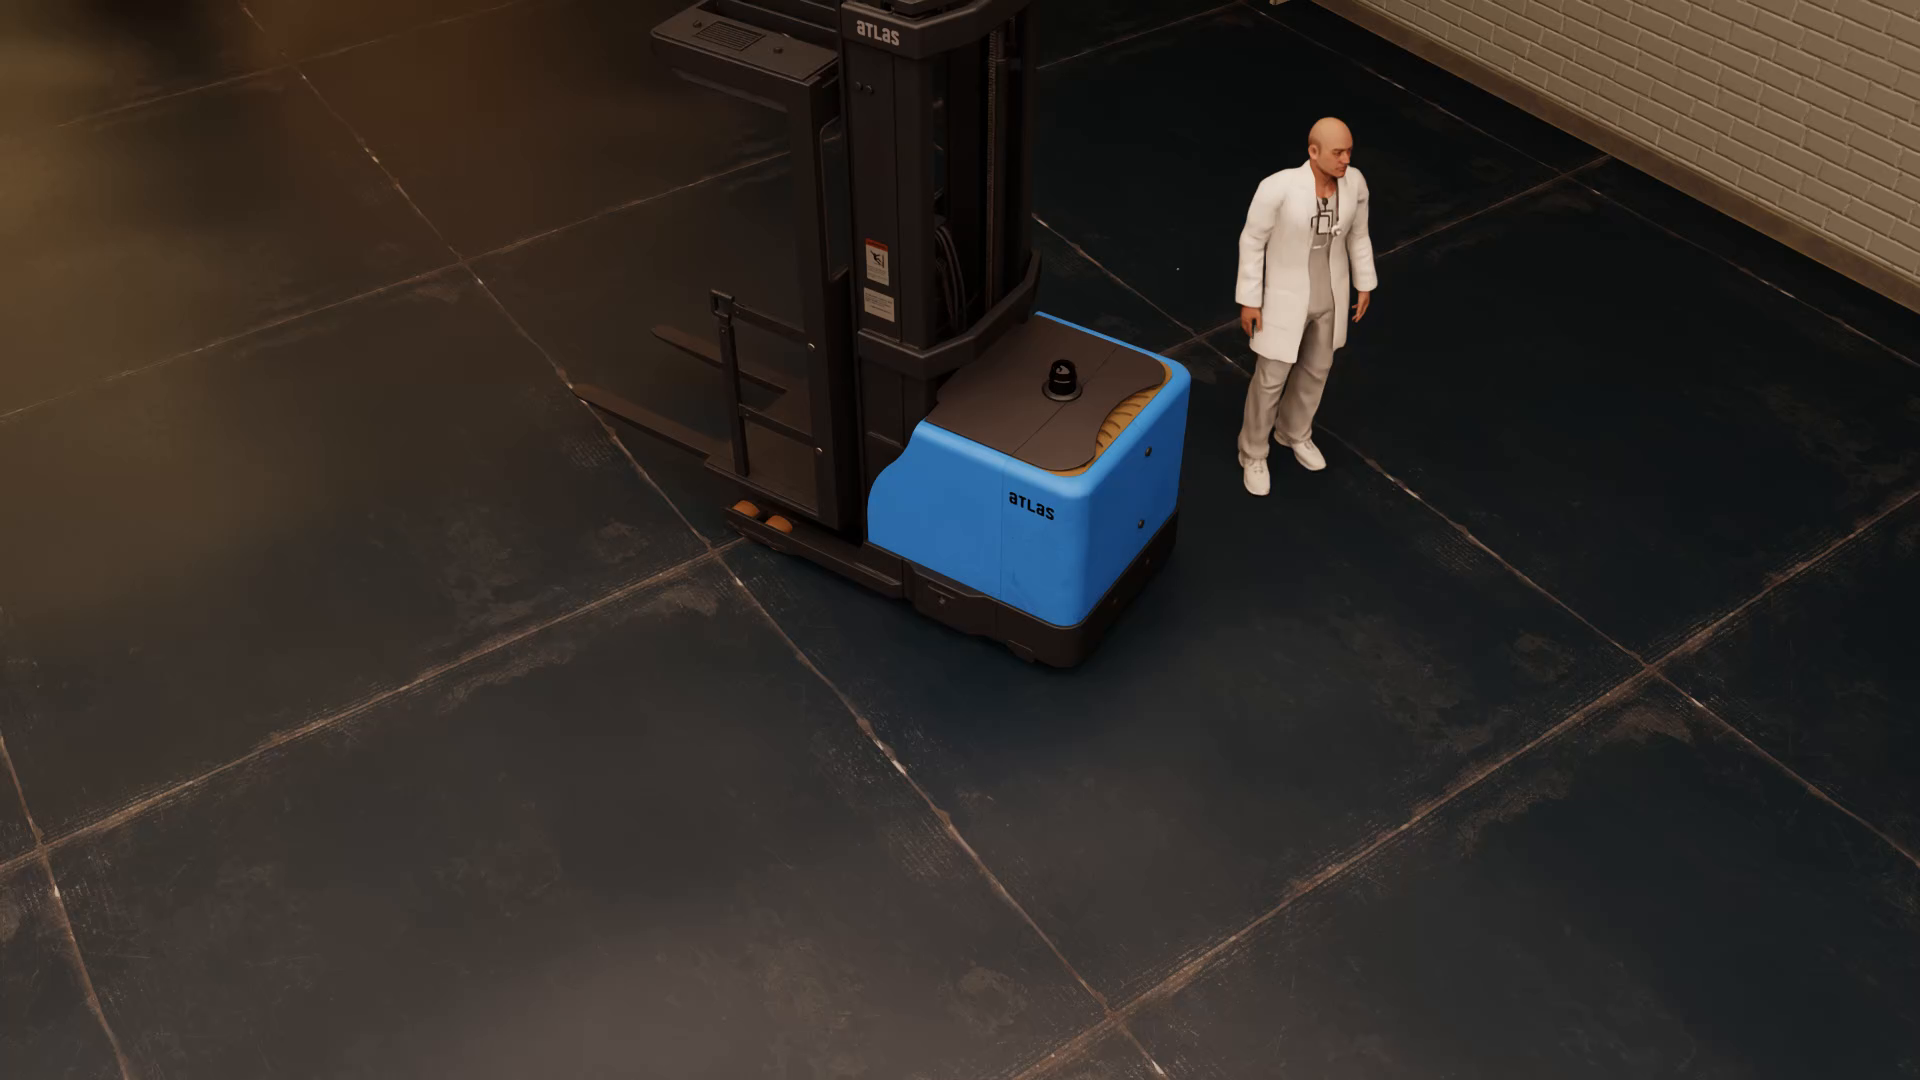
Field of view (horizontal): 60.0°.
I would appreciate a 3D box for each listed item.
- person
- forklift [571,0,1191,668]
[{"bbox_3d":[1.639,-1.079,7.735,0.713,1.782,0.538,-13,44,-14],"label":"person"},{"bbox_3d":[-0.511,-1.302,7.129,3.031,2.935,1.130,24,48,24],"label":"forklift"}]
